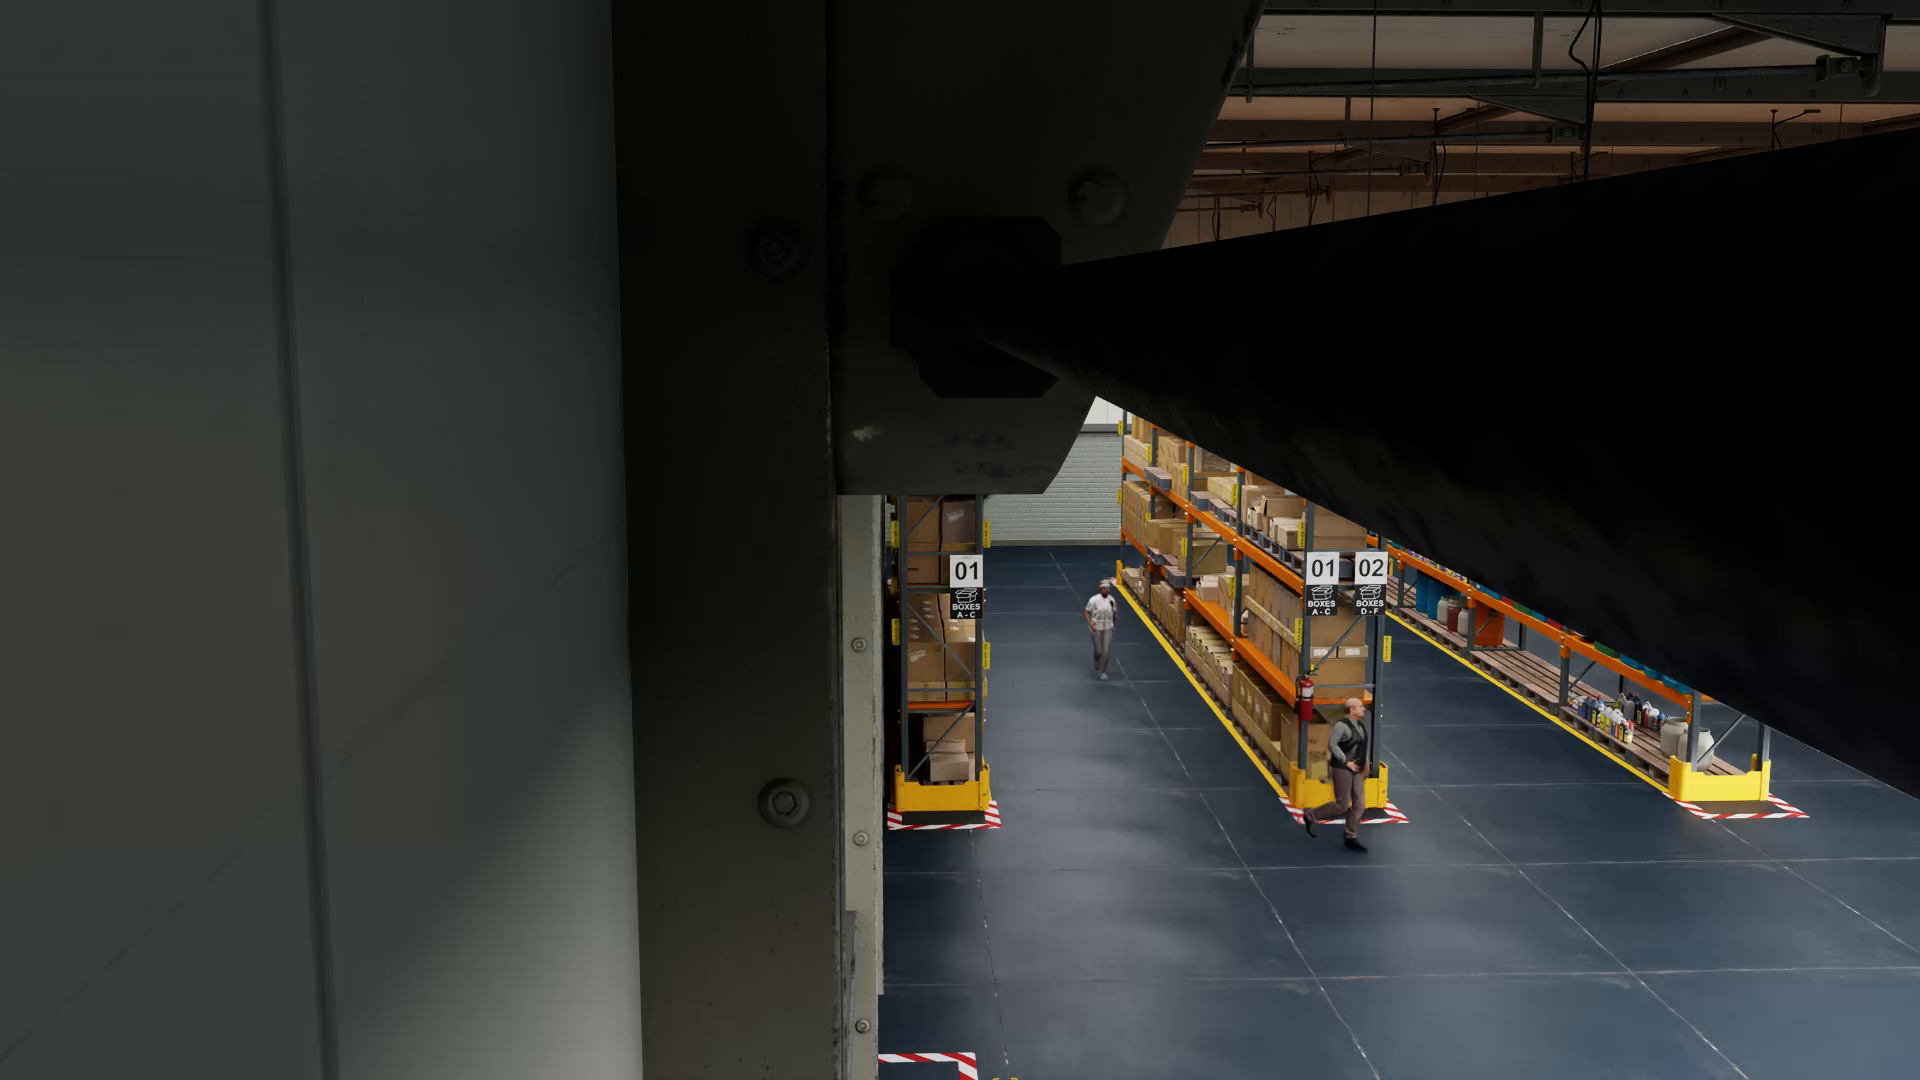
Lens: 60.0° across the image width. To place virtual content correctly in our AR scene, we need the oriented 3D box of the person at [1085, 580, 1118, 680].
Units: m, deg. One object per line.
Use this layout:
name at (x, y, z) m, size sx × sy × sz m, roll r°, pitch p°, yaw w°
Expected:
person at (2.351, 1.465, 27.568) m, size 0.574 × 1.673 × 0.525 m, roll -2°, pitch 9°, yaw -10°

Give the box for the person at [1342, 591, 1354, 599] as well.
person at (7.361, 0.797, 31.912) m, size 0.674 × 1.681 × 0.782 m, roll -1°, pitch 8°, yaw -7°

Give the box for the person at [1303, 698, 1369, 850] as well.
person at (4.487, 2.667, 19.314) m, size 0.778 × 1.689 × 0.737 m, roll 7°, pitch 11°, yaw 40°
